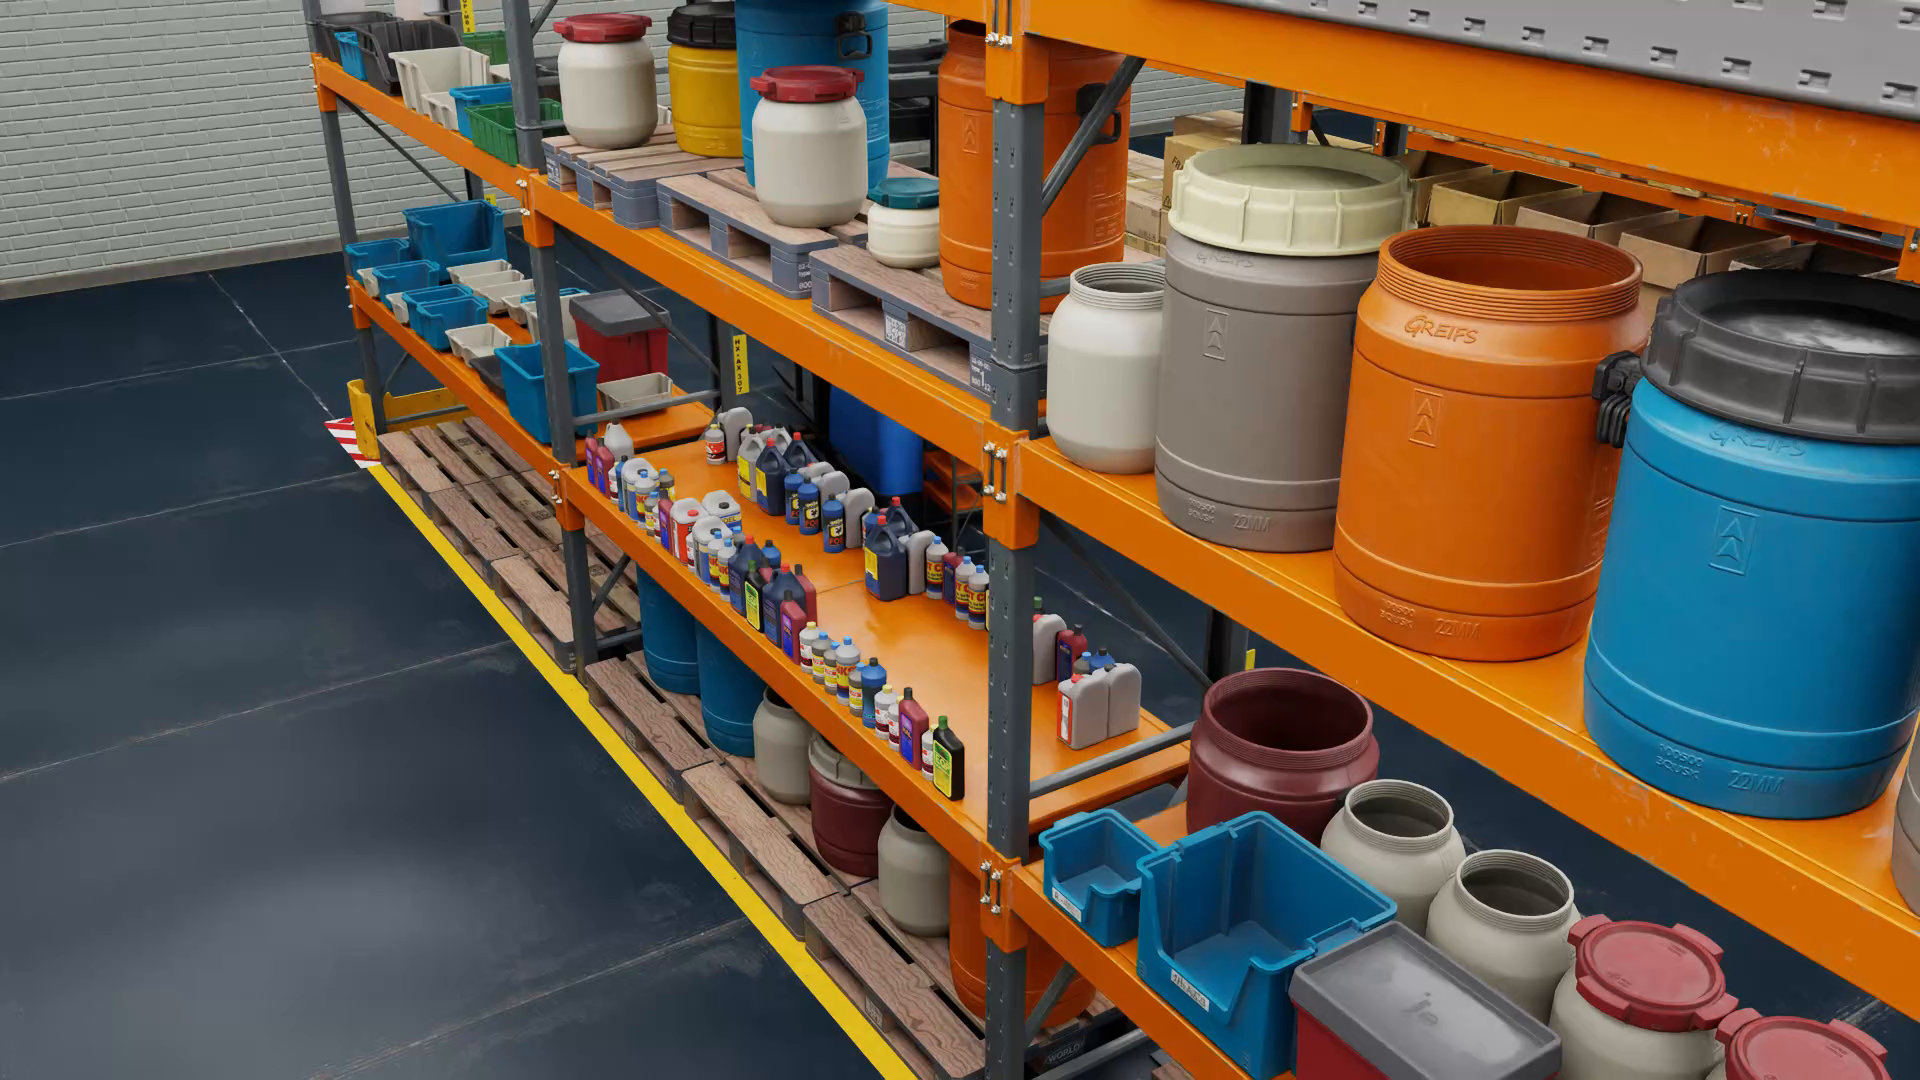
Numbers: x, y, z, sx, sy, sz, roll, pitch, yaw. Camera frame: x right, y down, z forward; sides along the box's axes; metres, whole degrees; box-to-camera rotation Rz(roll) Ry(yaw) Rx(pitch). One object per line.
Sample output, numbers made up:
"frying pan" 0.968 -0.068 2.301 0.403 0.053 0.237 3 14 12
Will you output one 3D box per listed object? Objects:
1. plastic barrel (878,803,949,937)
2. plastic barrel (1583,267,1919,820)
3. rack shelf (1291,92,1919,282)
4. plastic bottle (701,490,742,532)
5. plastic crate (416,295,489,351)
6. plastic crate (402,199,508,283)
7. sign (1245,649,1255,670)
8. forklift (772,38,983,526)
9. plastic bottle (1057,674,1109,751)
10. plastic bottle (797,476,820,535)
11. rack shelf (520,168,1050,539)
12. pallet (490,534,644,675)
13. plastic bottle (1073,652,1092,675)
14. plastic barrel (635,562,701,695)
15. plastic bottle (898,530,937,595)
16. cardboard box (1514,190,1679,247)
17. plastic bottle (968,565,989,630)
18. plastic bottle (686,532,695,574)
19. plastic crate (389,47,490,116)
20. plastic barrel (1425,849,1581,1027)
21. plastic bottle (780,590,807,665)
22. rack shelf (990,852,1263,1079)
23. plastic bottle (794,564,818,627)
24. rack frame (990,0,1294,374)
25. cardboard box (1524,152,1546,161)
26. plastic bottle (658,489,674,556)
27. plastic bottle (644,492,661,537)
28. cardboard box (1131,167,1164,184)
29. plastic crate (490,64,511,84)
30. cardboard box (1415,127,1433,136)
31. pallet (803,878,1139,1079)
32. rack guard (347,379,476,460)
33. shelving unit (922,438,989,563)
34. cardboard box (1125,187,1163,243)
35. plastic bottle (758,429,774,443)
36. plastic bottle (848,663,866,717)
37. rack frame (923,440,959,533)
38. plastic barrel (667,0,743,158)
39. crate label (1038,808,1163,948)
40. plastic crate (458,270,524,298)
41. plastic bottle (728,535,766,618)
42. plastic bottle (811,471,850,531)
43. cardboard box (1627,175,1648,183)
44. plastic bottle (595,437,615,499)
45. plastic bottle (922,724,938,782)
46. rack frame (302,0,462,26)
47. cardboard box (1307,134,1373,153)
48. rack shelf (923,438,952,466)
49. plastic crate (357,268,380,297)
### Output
"plastic barrel" -0.125 1.330 6.841 0.421 0.512 0.421 0 25 0
"plastic barrel" 1.549 -0.005 3.145 0.600 0.901 0.708 -16 29 -30
"rack shelf" 3.597 -2.154 9.127 1.077 0.370 4.000 -16 29 -30
"plastic bottle" -1.078 -0.077 7.546 0.152 0.276 0.135 -16 29 -30
"plastic crate" -3.087 -1.322 10.163 0.416 0.233 0.300 -16 29 -30
"plastic crate" -3.489 -2.081 11.533 0.616 0.435 0.499 -16 29 -30
"sign" 0.996 0.543 5.896 0.100 0.325 0.005 -16 29 -30
"forklift" -0.601 -1.990 11.532 1.130 2.935 3.031 -10 27 -20
"plastic bottle" 0.446 0.609 6.093 0.152 0.276 0.135 -16 29 -30
"plastic bottle" -0.705 -0.165 7.736 0.097 0.271 0.097 0 25 0
"rack shelf" -0.553 -0.999 6.682 1.077 0.370 4.000 -16 29 -30
"pallet" -2.078 0.323 9.818 1.003 0.211 1.213 -16 29 -30
"plastic bottle" 0.480 0.524 6.359 0.097 0.201 0.097 0 25 0
"plastic barrel" -1.362 0.274 8.622 0.600 0.901 0.708 -16 29 -30
"plastic bottle" -0.183 0.077 7.218 0.152 0.276 0.135 -16 29 -30
"cardboard box" 3.578 -1.643 9.425 0.797 0.503 0.637 -14 29 -28
"plastic bottle" 0.082 0.232 6.896 0.097 0.271 0.097 0 25 0
"plastic bottle" -1.165 0.040 7.385 0.097 0.201 0.097 0 25 0
"plastic crate" -2.877 -2.553 9.268 0.437 0.282 0.530 -16 29 -30
"plastic barrel" 1.510 1.165 4.637 0.421 0.512 0.421 0 25 0
"plastic bottle" -0.663 0.346 6.640 0.061 0.283 0.133 -16 29 -30
"rack shelf" 1.631 1.788 4.292 1.077 0.370 4.000 -16 29 -30
"plastic bottle" -0.643 0.246 6.852 0.061 0.283 0.133 -16 29 -30
"rack frame" 0.539 -1.966 4.373 1.000 3.000 0.127 -16 29 -30
"cardboard box" 5.329 -3.536 15.022 0.380 0.149 0.250 -14 29 -28
"plastic bottle" -1.317 -0.083 7.548 0.061 0.283 0.133 -16 29 -30
"plastic bottle" -1.418 -0.126 7.736 0.097 0.201 0.097 0 25 0
"cardboard box" 1.651 -2.675 12.730 0.500 0.250 0.500 -15 29 -29
"plastic crate" -2.492 -2.670 9.688 0.437 0.136 0.530 -16 29 -30
"cardboard box" 4.608 -4.001 16.006 0.380 0.149 0.250 -14 29 -28
"pallet" 0.074 1.736 6.826 1.003 0.211 1.213 -16 29 -30
"rack guard" -3.852 -0.990 12.260 1.175 0.500 0.348 -16 29 -30
"shelving unit" -0.029 -0.486 10.373 0.258 1.200 0.503 -10 27 -20
"cardboard box" 1.481 -2.368 12.080 0.500 0.250 0.500 -15 29 -29
"plastic bottle" -0.959 -0.431 8.295 0.152 0.276 0.135 -16 29 -30
"plastic bottle" -0.372 0.559 6.285 0.097 0.201 0.097 0 25 0
"rack frame" -0.123 -0.582 10.577 0.240 1.200 0.015 -10 27 -20
"plastic barrel" -0.976 -2.036 7.323 0.600 0.588 0.600 0 25 0
"crate label" 0.455 1.061 5.185 0.303 0.233 0.416 -16 29 -30
"plastic crate" -3.085 -1.666 11.003 0.396 0.136 0.243 -16 29 -30
"plastic bottle" -0.889 0.135 7.008 0.144 0.351 0.185 -16 29 -30
"plastic bottle" -0.610 -0.203 7.811 0.152 0.276 0.135 -16 29 -30
"cardboard box" 5.953 -3.176 14.258 0.380 0.149 0.250 -16 30 -31
"plastic bottle" -1.729 -0.353 8.120 0.061 0.283 0.133 -16 29 -30
"plastic bottle" -0.087 0.746 5.888 0.097 0.201 0.097 0 25 0
"rack frame" -3.828 -4.827 10.434 1.000 3.000 0.127 -16 29 -30
"cardboard box" 2.458 -2.475 11.427 0.500 0.500 0.500 -16 29 -30
"rack shelf" -0.029 -0.627 10.306 0.258 0.148 0.480 -10 27 -20
"plastic crate" -3.863 -1.723 11.125 0.250 0.136 0.298 -16 29 -30
